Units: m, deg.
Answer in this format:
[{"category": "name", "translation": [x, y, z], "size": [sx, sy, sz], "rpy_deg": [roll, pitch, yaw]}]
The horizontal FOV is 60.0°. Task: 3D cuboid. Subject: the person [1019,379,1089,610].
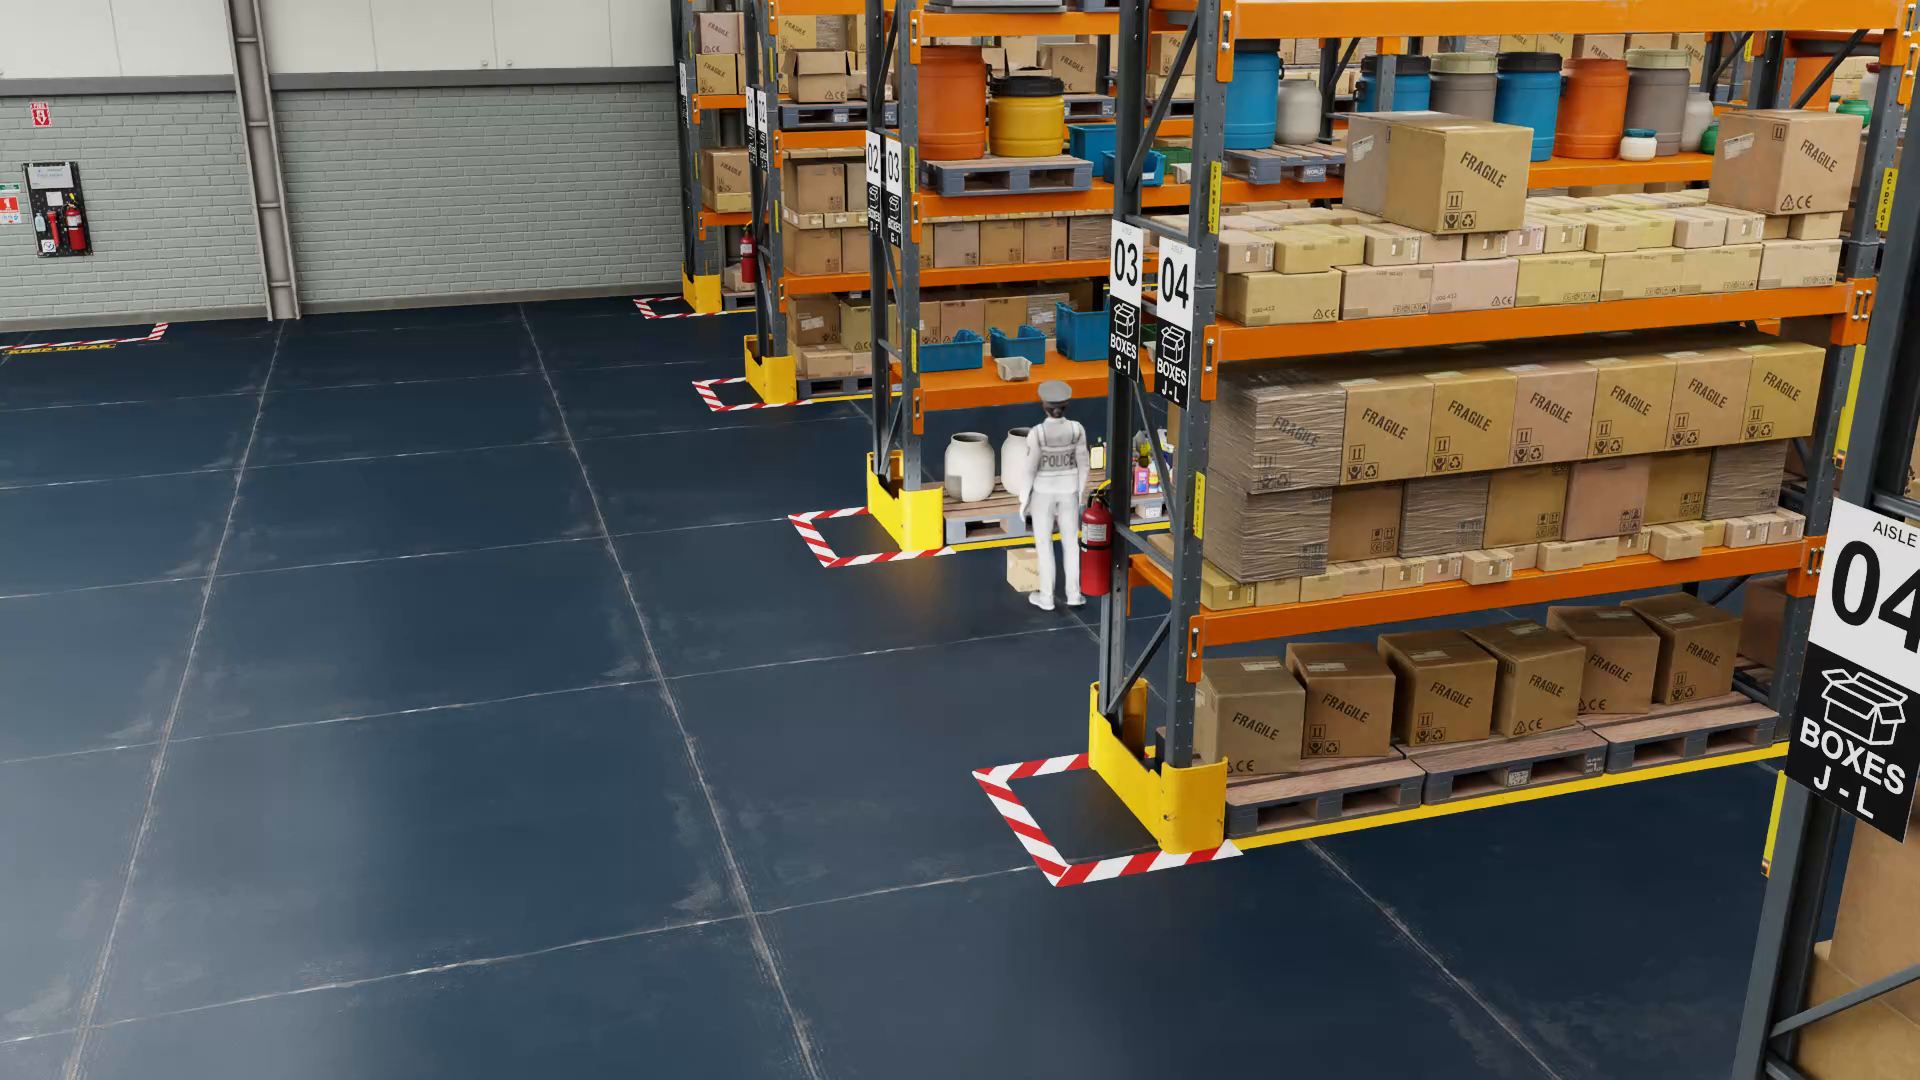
[{"category": "person", "translation": [0.670, -0.309, 11.878], "size": [0.518, 1.695, 0.375], "rpy_deg": [-6, 20, -17]}]
